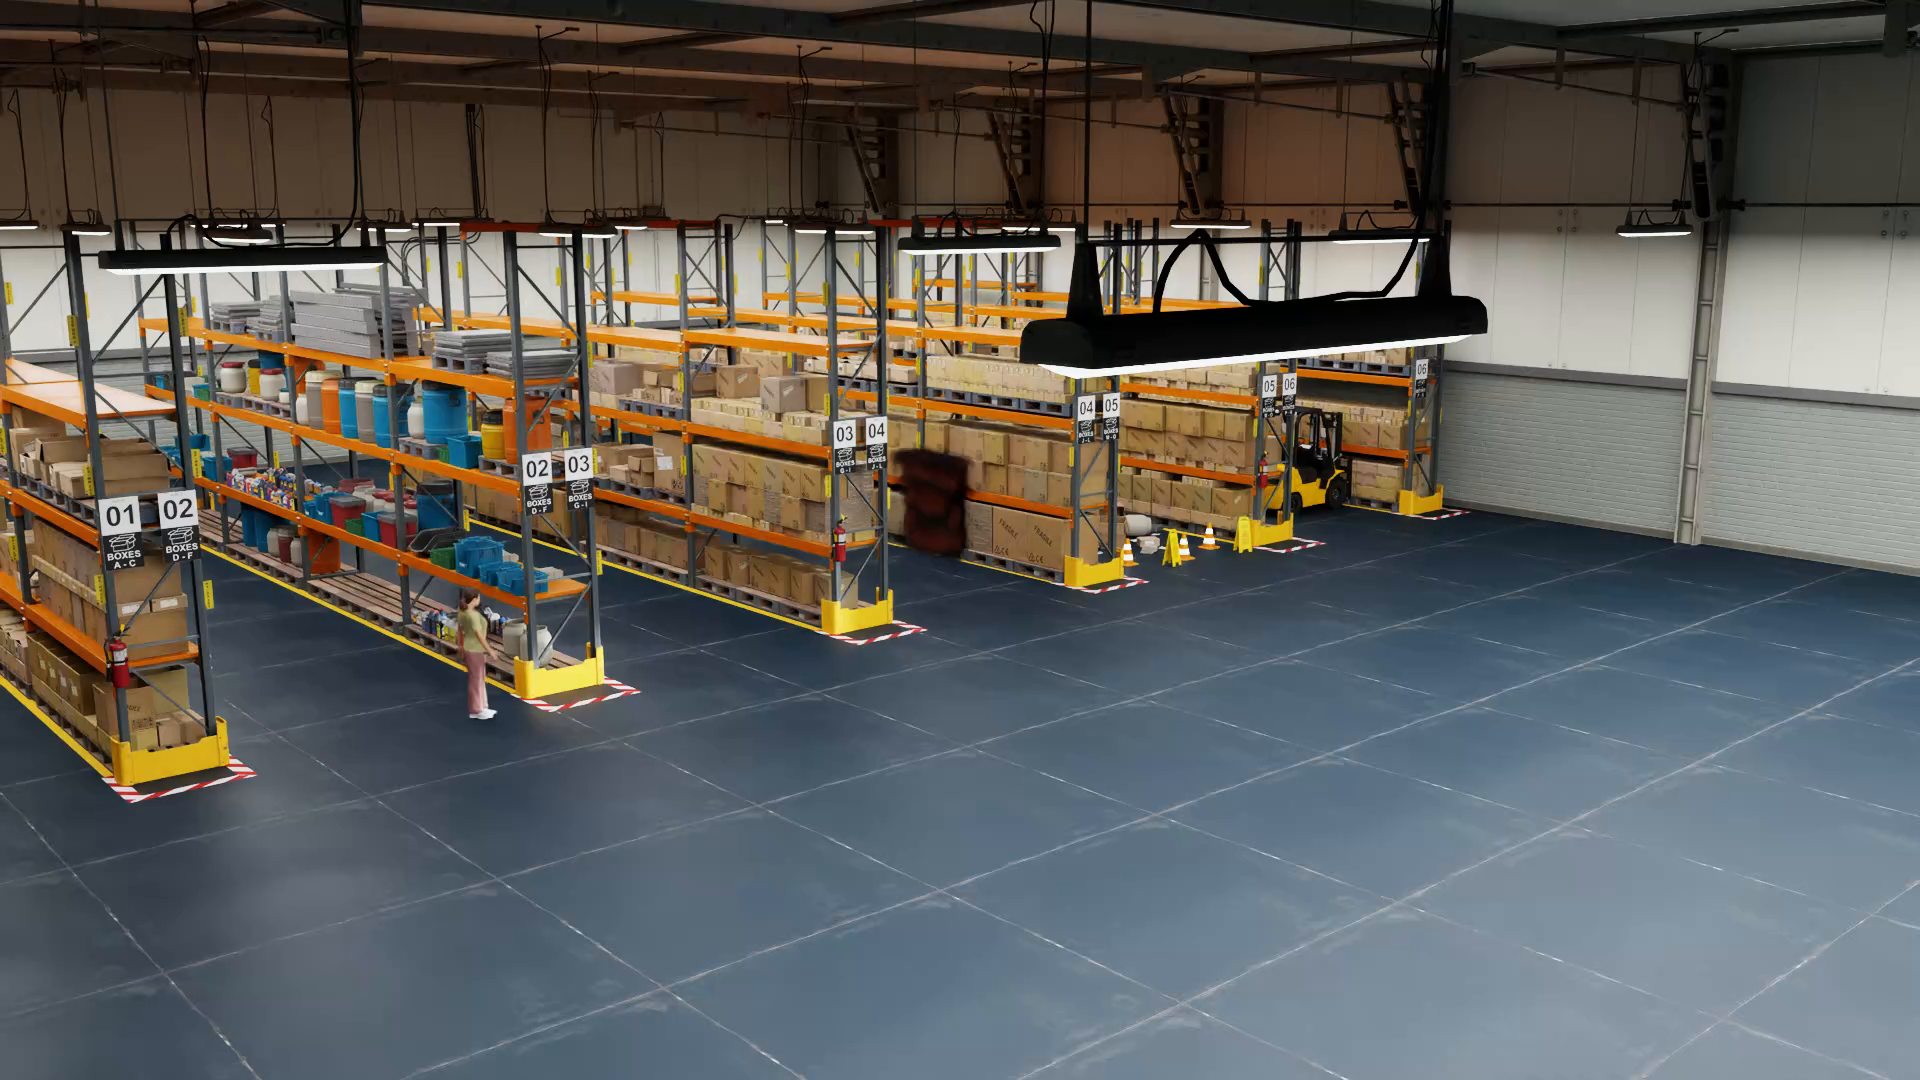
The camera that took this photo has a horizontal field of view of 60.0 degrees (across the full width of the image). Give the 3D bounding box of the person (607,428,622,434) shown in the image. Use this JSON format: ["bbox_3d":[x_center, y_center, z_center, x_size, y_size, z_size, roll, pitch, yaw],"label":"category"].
[{"bbox_3d":[-8.596,-2.933,41.927,0.580,1.774,0.580,6,13,27],"label":"person"}]

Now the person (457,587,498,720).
[{"bbox_3d":[-6.006,1.415,20.704,0.486,1.710,0.490,-3,12,-14],"label":"person"}]
